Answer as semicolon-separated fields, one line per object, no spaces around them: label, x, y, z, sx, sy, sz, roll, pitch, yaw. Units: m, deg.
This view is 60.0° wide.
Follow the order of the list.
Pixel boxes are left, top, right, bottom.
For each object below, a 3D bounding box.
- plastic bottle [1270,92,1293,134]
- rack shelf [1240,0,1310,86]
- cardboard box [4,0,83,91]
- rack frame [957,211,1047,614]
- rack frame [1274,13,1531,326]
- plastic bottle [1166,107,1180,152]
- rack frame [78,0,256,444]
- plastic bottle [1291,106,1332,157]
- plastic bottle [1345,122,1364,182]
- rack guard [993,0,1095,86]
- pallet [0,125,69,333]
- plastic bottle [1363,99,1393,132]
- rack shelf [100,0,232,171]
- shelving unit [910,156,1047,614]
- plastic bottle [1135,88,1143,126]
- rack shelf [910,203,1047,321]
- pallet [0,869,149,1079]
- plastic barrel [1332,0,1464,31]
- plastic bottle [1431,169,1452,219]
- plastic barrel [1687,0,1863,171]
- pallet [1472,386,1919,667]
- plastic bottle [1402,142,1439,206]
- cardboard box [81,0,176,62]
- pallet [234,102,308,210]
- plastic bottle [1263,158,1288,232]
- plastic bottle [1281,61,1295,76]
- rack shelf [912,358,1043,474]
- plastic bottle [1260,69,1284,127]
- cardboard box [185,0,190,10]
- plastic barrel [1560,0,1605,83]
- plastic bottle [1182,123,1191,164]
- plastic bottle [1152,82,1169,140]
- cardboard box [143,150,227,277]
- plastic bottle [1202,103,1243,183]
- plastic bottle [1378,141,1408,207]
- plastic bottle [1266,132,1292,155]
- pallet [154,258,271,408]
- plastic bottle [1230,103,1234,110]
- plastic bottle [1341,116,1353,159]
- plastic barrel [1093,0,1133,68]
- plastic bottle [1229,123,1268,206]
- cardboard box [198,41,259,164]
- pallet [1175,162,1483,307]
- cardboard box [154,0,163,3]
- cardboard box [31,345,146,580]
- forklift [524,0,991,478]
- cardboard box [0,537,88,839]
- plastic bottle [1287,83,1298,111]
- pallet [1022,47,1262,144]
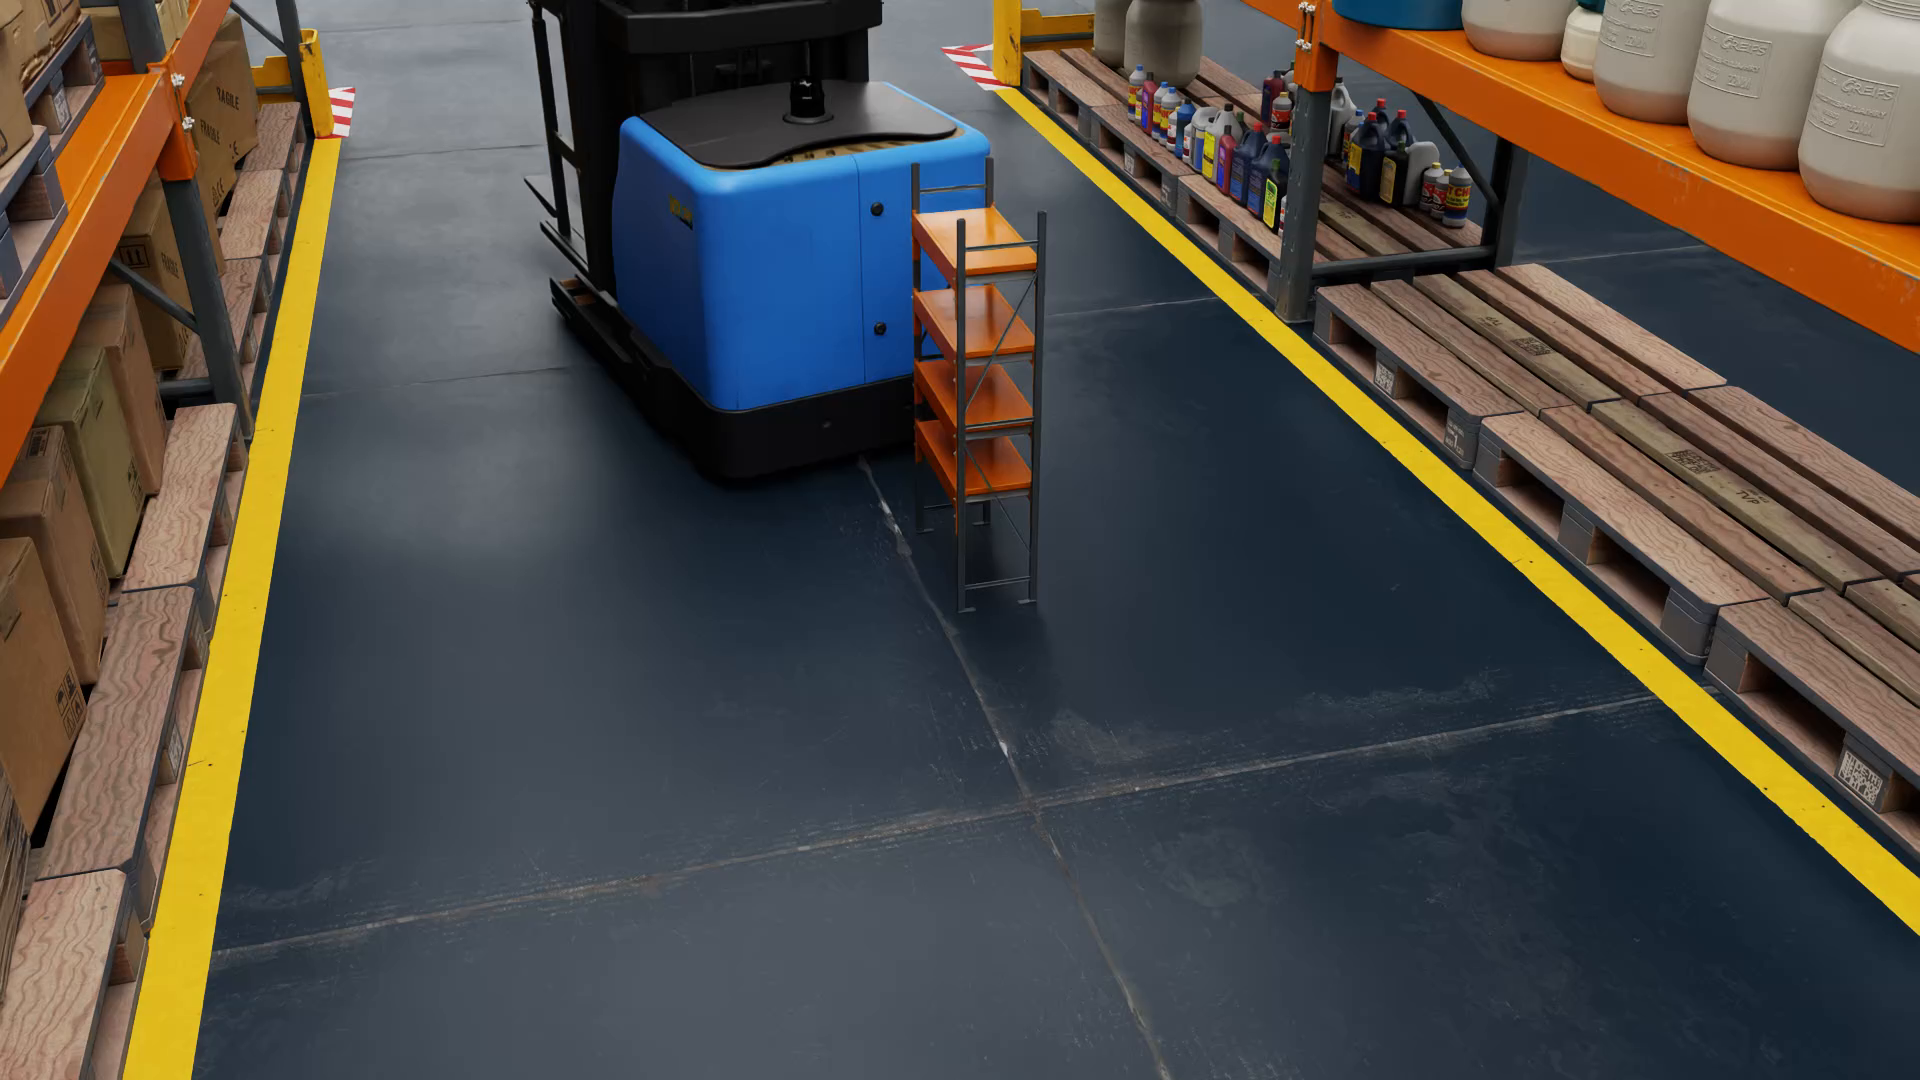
plastic bottle;1.602;-2.126;8.284;0.097;0.201;0.097;0;30;0
rack shelf;1.261;-2.917;8.013;1.077;0.370;4.000;-8;31;-13
cardboard box;-2.908;-1.642;4.075;1.000;1.000;1.000;-8;31;-13
rack frame;0.109;-0.321;4.608;0.240;1.200;0.015;-8;31;-13
rack frame;1.791;-2.262;6.164;1.000;3.000;0.127;-8;31;-13
plastic bottle;1.054;-1.994;8.055;0.097;0.201;0.097;0;30;0
rack frame;-2.984;-1.603;5.026;1.000;3.000;0.127;-8;31;-13
plastic bottle;1.678;-1.983;7.962;0.152;0.276;0.135;-8;31;-13
plastic bottle;1.822;-1.770;7.599;0.097;0.271;0.097;0;30;0
rack guard;0.795;-3.082;10.075;1.175;0.500;0.348;-8;31;-13
pallet;-2.487;-0.539;3.378;1.003;0.211;1.213;-8;31;-13
plastic bottle;1.927;-1.842;7.643;0.144;0.351;0.185;-9;31;-15
rack shelf;-3.515;-2.258;6.875;1.077;0.370;4.000;-8;31;-13
shelving unit;0.044;-0.439;4.811;0.258;1.200;0.503;-8;31;-13
plastic bottle;0.938;-2.206;8.421;0.097;0.201;0.097;0;30;0
rack shelf;0.044;-0.779;4.614;0.258;0.148;0.480;-8;31;-13
pallet;-2.128;1.158;3.039;1.003;0.211;1.213;-8;31;-13
plastic barrel;1.602;-2.252;5.646;0.600;0.901;0.708;-8;31;-13
plastic bottle;2.103;-1.502;7.206;0.097;0.201;0.097;0;30;0
plastic barrel;2.144;-1.266;4.308;0.433;0.535;0.433;0;30;0
pallet;2.365;-0.091;5.196;1.003;0.211;1.213;-8;31;-13
plastic bottle;2.017;-1.638;7.366;0.152;0.276;0.135;-7;31;-11
cardboard box;-2.751;-1.638;5.337;0.380;0.149;0.250;-8;31;-13
pallet;-3.844;-1.895;8.313;1.003;0.211;1.213;-8;31;-13
plastic bottle;1.346;-1.465;7.059;0.061;0.283;0.133;-6;31;-11
plastic bottle;1.689;-2.326;8.546;0.061;0.283;0.133;-7;31;-12
rack shelf;0.044;-0.381;4.845;0.258;0.148;0.480;-8;31;-13
plastic bottle;1.578;-2.240;8.398;0.061;0.283;0.133;-8;31;-13
cardboard box;-2.898;-1.878;5.751;0.380;0.149;0.250;-8;31;-13
plastic barrel;1.995;-1.542;5.058;0.301;0.262;0.301;0;30;0
plastic bottle;1.109;-1.895;7.884;0.097;0.201;0.097;0;30;0
plastic bottle;1.002;-2.121;8.204;0.097;0.271;0.097;0;30;0
cardboard box;-3.211;-1.177;6.366;0.500;0.500;0.500;2;30;3
plastic bottle;1.206;-1.827;7.618;0.144;0.351;0.185;-8;31;-14
plastic bottle;1.915;-1.627;7.339;0.061;0.283;0.133;-8;31;-13
plastic bottle;1.428;-1.671;7.422;0.152;0.276;0.135;-8;31;-13
pallet;-3.196;-0.716;6.277;1.003;0.211;1.213;-8;31;-13
plastic bottle;1.269;-1.892;7.796;0.061;0.283;0.133;-8;31;-13
plastic bottle;1.875;-1.917;7.922;0.097;0.201;0.097;0;30;0
plastic barrel;0.978;-2.991;9.488;0.421;0.512;0.421;0;30;0
plastic bottle;1.292;-1.671;7.348;0.144;0.351;0.185;-9;31;-16
cardboard box;-3.704;-2.047;7.869;0.500;0.500;0.500;0;30;0
pallet;1.653;-1.385;7.432;1.003;0.211;1.213;-8;31;-13
cardboard box;-3.044;-2.001;5.316;0.875;0.500;0.500;-8;31;-13
cardboard box;-2.733;-0.180;4.622;0.700;0.500;0.500;-8;31;-14
forklift;-1.019;-2.182;6.094;1.130;2.935;3.031;-15;33;-24
cardboard box;-2.436;0.360;3.690;0.700;0.500;0.500;-5;30;-9
plastic bottle;1.717;-2.184;8.309;0.152;0.276;0.135;-9;31;-15
pallet;1.006;-2.563;9.468;1.003;0.211;1.213;-8;31;-13
